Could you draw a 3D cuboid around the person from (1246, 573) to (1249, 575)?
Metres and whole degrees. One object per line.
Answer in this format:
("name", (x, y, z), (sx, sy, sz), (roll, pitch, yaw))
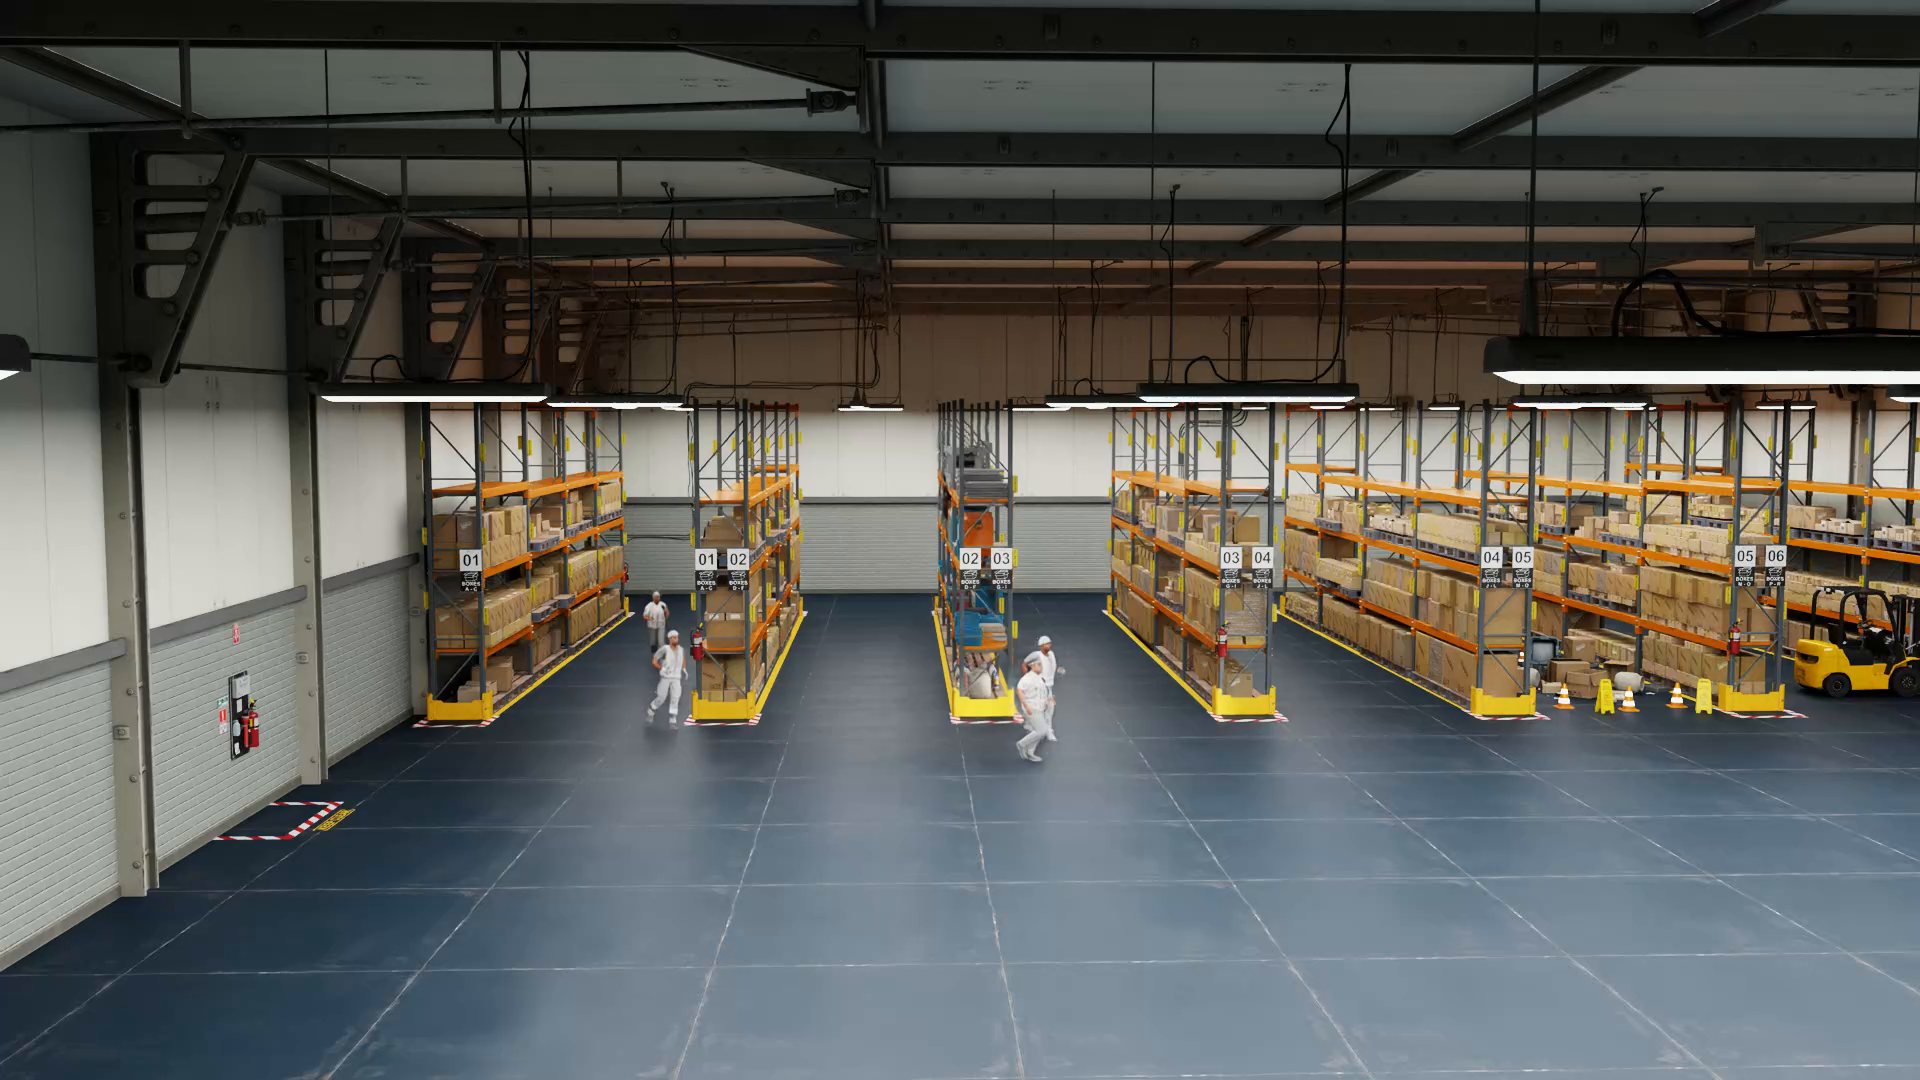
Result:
("person", (8.010, 1.362, 47.512), (0.573, 1.552, 0.596), (2, 5, 24))

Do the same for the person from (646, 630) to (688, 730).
("person", (-5.240, 2.528, 30.277), (0.717, 1.756, 0.948), (-3, 5, -35))

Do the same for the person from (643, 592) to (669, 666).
("person", (-6.899, 2.008, 37.837), (0.606, 1.666, 0.924), (-1, 5, -16))

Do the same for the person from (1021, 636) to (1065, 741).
("person", (1.482, 2.610, 29.410), (0.776, 1.843, 0.661), (3, 5, 31))

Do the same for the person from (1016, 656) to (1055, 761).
("person", (1.253, 2.772, 27.402), (0.594, 1.749, 0.675), (2, 5, 22))
